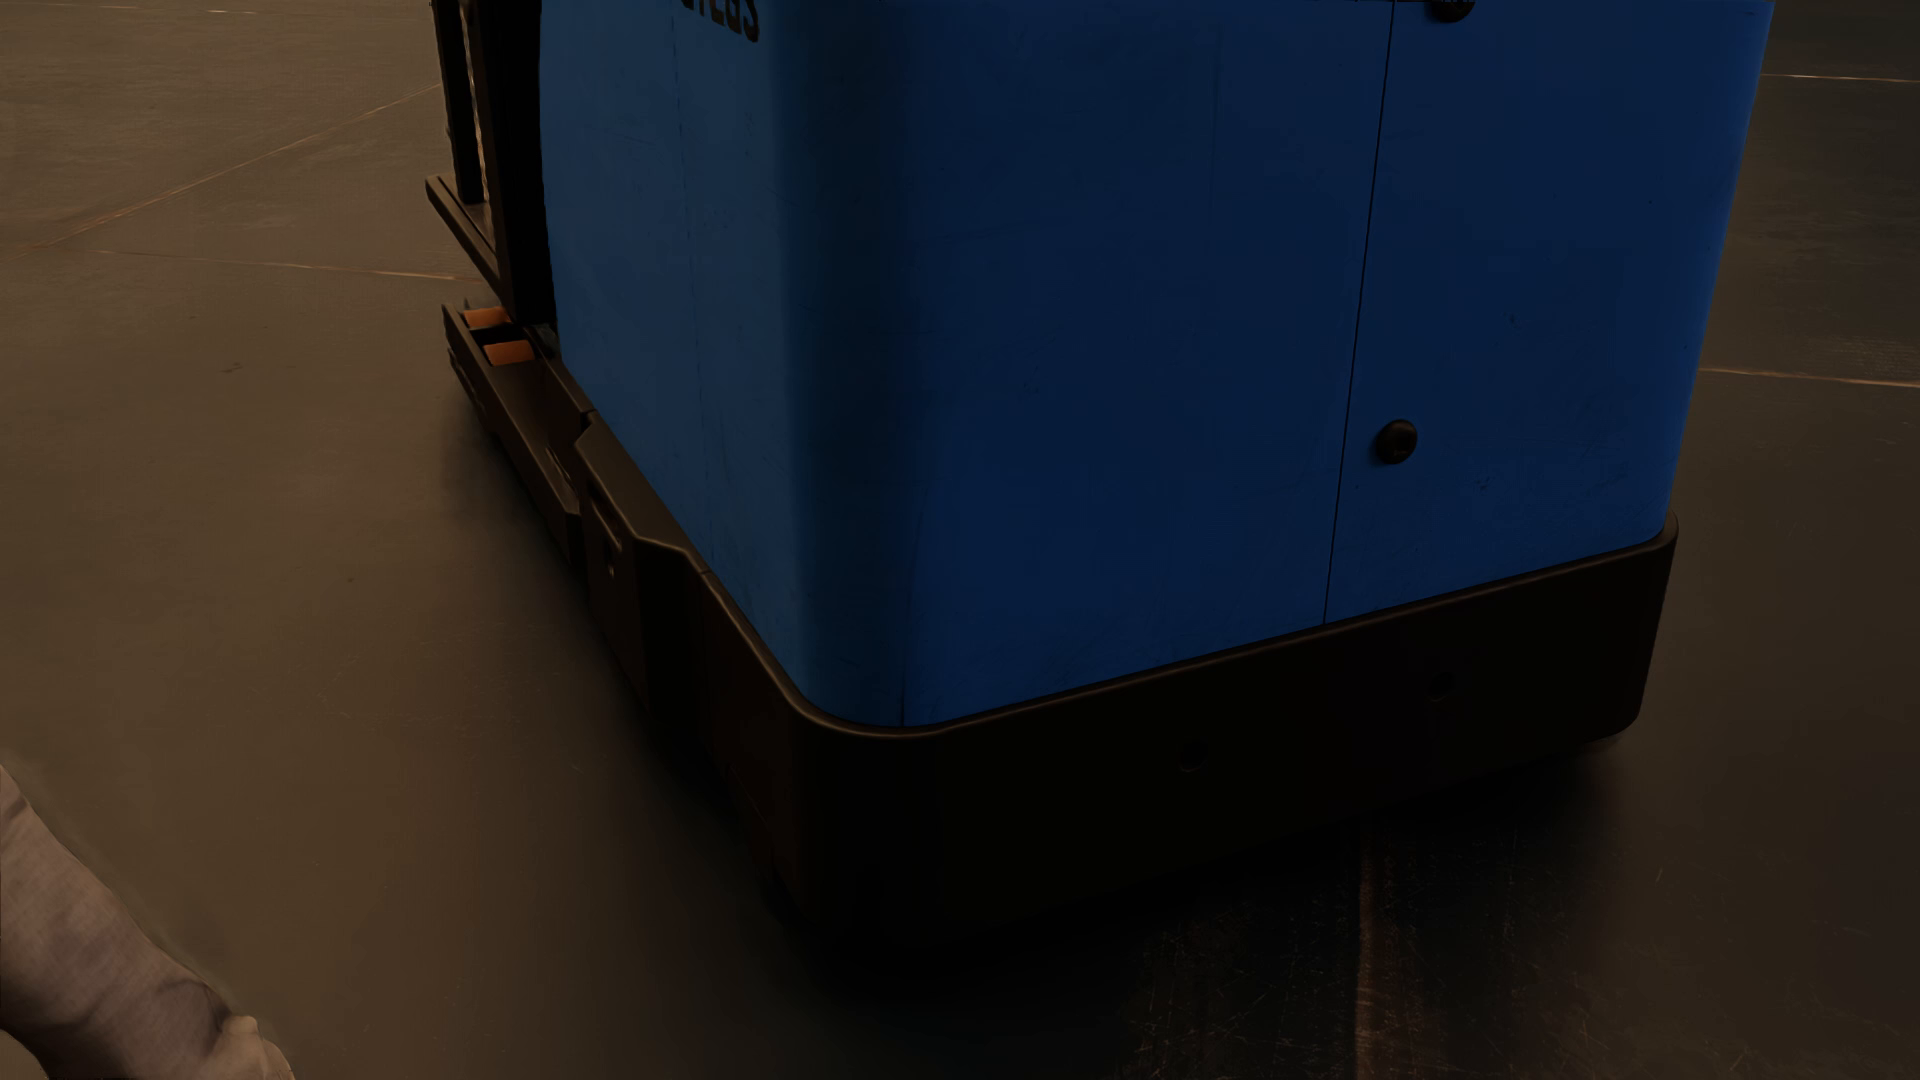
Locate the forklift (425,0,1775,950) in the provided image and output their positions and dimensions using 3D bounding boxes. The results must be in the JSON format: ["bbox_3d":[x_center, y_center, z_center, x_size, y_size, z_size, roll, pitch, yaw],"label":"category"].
[{"bbox_3d":[-0.279,-1.558,2.335,1.130,2.935,3.031,-12,29,-22],"label":"forklift"}]

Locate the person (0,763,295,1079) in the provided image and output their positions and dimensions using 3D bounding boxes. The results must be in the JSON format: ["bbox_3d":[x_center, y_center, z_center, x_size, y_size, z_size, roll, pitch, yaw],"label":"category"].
[{"bbox_3d":[-0.837,0.052,0.872,0.694,1.422,0.797,17,31,30],"label":"person"}]
